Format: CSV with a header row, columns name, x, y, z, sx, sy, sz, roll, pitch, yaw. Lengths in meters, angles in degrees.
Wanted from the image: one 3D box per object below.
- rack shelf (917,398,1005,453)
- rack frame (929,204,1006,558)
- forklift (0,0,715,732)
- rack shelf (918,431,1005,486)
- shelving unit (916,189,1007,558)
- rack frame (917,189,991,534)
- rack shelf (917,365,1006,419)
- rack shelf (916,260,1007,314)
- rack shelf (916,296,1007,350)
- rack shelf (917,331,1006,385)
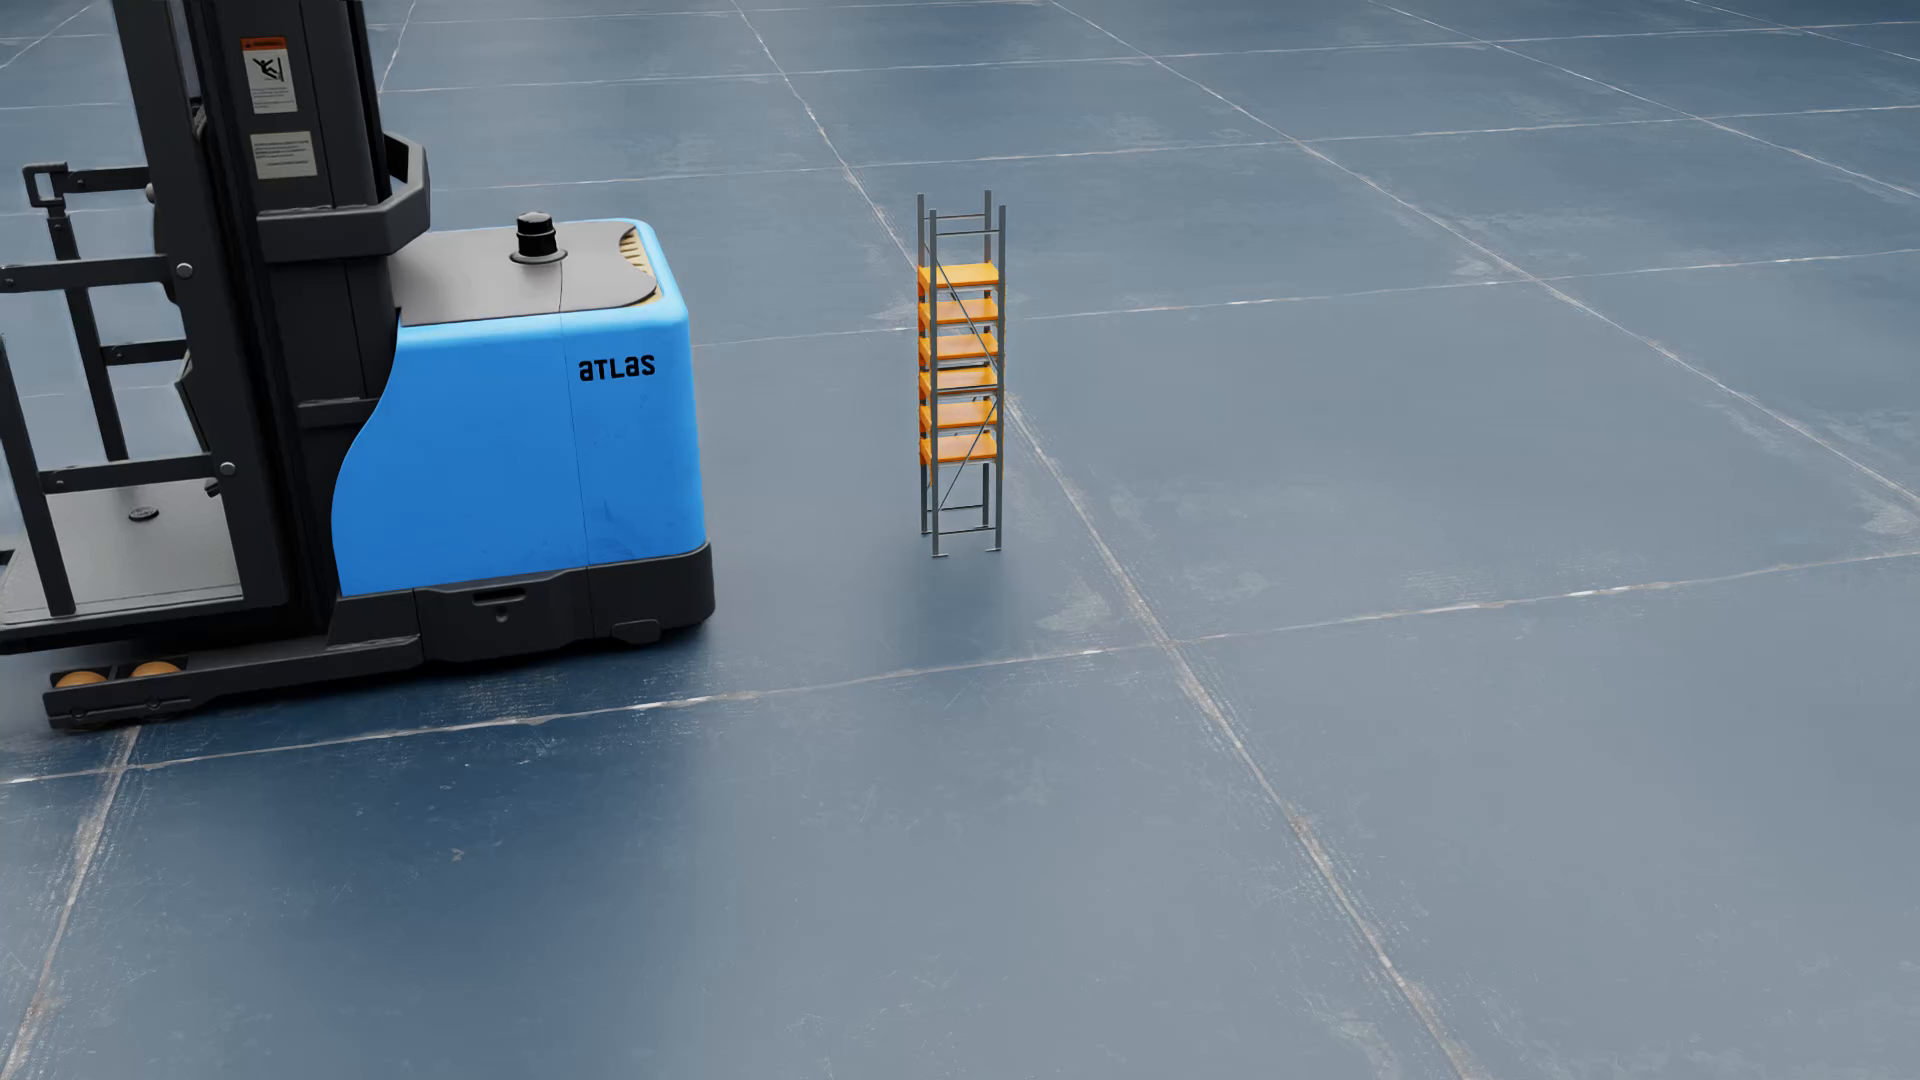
name,x,y,z,sx,sy,sz,roll,pitch,yaw
rack shelf,0.003,-0.382,5.541,0.258,0.103,0.180,-6,27,-12
rack frame,0.024,-0.489,5.387,0.240,1.200,0.006,-6,27,-12
forklift,-2.336,-1.034,4.546,3.031,2.935,1.130,-7,28,-14
rack shelf,0.003,-0.275,5.595,0.258,0.103,0.180,-6,27,-12
shelving unit,0.003,-0.529,5.467,0.258,1.200,0.189,-6,27,-12
rack frame,-0.017,-0.569,5.547,0.240,1.200,0.006,-6,27,-12
rack shelf,0.003,-0.490,5.487,0.258,0.103,0.180,-6,27,-12
rack shelf,0.003,-0.811,5.325,0.258,0.103,0.180,-6,27,-12
rack shelf,0.003,-0.704,5.379,0.258,0.103,0.180,-6,27,-12
rack shelf,0.003,-0.597,5.433,0.258,0.103,0.180,-6,27,-12
